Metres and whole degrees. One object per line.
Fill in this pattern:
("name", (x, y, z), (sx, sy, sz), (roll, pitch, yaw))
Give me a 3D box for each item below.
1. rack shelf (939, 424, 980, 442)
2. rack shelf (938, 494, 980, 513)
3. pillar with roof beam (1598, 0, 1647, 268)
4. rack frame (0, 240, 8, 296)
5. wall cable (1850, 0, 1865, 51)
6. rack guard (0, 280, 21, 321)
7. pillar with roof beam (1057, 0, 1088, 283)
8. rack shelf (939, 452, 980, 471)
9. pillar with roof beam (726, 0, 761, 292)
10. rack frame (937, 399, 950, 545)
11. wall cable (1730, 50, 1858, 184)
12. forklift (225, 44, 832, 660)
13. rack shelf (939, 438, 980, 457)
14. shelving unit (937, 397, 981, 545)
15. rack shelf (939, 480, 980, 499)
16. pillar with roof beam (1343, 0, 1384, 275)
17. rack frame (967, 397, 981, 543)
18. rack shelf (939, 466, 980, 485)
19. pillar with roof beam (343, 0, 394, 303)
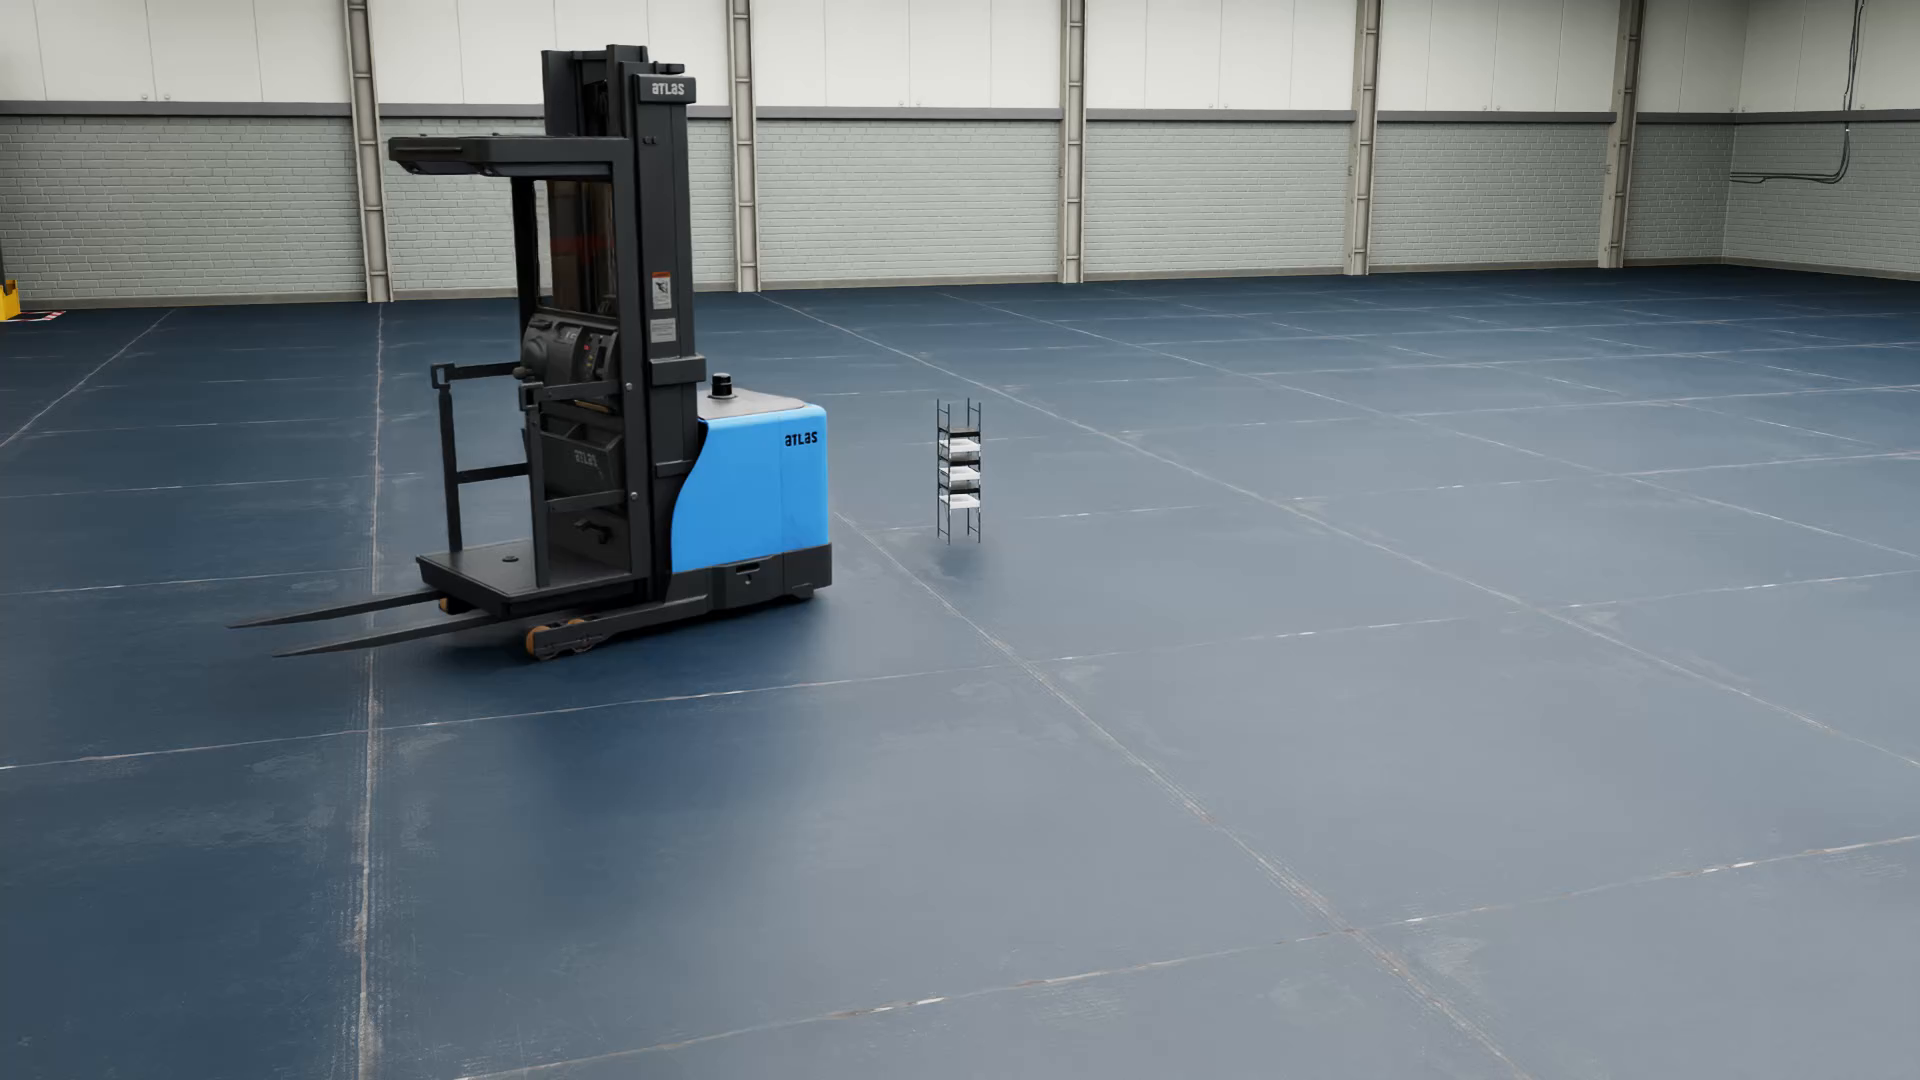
("rack shelf", (-0.008, -0.667, 10.481), (0.200, 0.077, 0.258), (-4, 14, -18))
("rack shelf", (-0.008, -0.230, 10.586), (0.200, 0.077, 0.258), (-4, 14, -18))
("pillar with roof beam", (14.771, -9.058, 29.276), (0.400, 9.000, 9.100), (-4, 14, -18))
("rack frame", (-14.088, -4.723, 24.016), (0.127, 3.000, 1.000), (-4, 14, -18))
("wall cable", (17.474, -10.282, 30.221), (0.112, 2.526, 3.097), (-4, 14, -18))
("rack guard", (-14.066, -3.509, 24.313), (0.348, 0.500, 1.175), (-4, 14, -18))
("pillar with roof beam", (3.397, -8.172, 25.553), (0.400, 9.000, 9.100), (-4, 14, -18))
("rack shelf", (-0.008, -0.492, 10.523), (0.200, 0.077, 0.258), (-4, 14, -18))
("pillar with roof beam", (-2.289, -7.729, 23.691), (0.400, 9.000, 9.100), (-4, 14, -18))
("rack frame", (-0.104, -0.430, 10.505), (0.006, 0.900, 0.240), (-4, 14, -18))
("wall cable", (16.611, -8.419, 33.300), (0.112, 2.526, 3.097), (-4, 14, -18))
("forklift", (-2.160, -0.973, 8.401), (3.031, 2.935, 1.130), (-11, 17, -39))
("rack shelf", (-0.008, -0.580, 10.502), (0.200, 0.077, 0.258), (-4, 14, -18))
("shelving unit", (-0.008, -0.437, 10.536), (0.210, 0.900, 0.258), (-4, 14, -18))
("rack shelf", (-0.008, -0.317, 10.565), (0.200, 0.077, 0.258), (-4, 14, -18))
("pillar with roof beam", (9.084, -8.615, 27.414), (0.400, 9.000, 9.100), (-4, 14, -18))
("rack frame", (0.089, -0.445, 10.568), (0.006, 0.900, 0.240), (-4, 14, -18))
("rack shelf", (-0.008, -0.405, 10.544), (0.200, 0.077, 0.258), (-4, 14, -18))
("pillar with roof beam", (-7.976, -7.286, 21.829), (0.400, 9.000, 9.100), (-4, 14, -18))
